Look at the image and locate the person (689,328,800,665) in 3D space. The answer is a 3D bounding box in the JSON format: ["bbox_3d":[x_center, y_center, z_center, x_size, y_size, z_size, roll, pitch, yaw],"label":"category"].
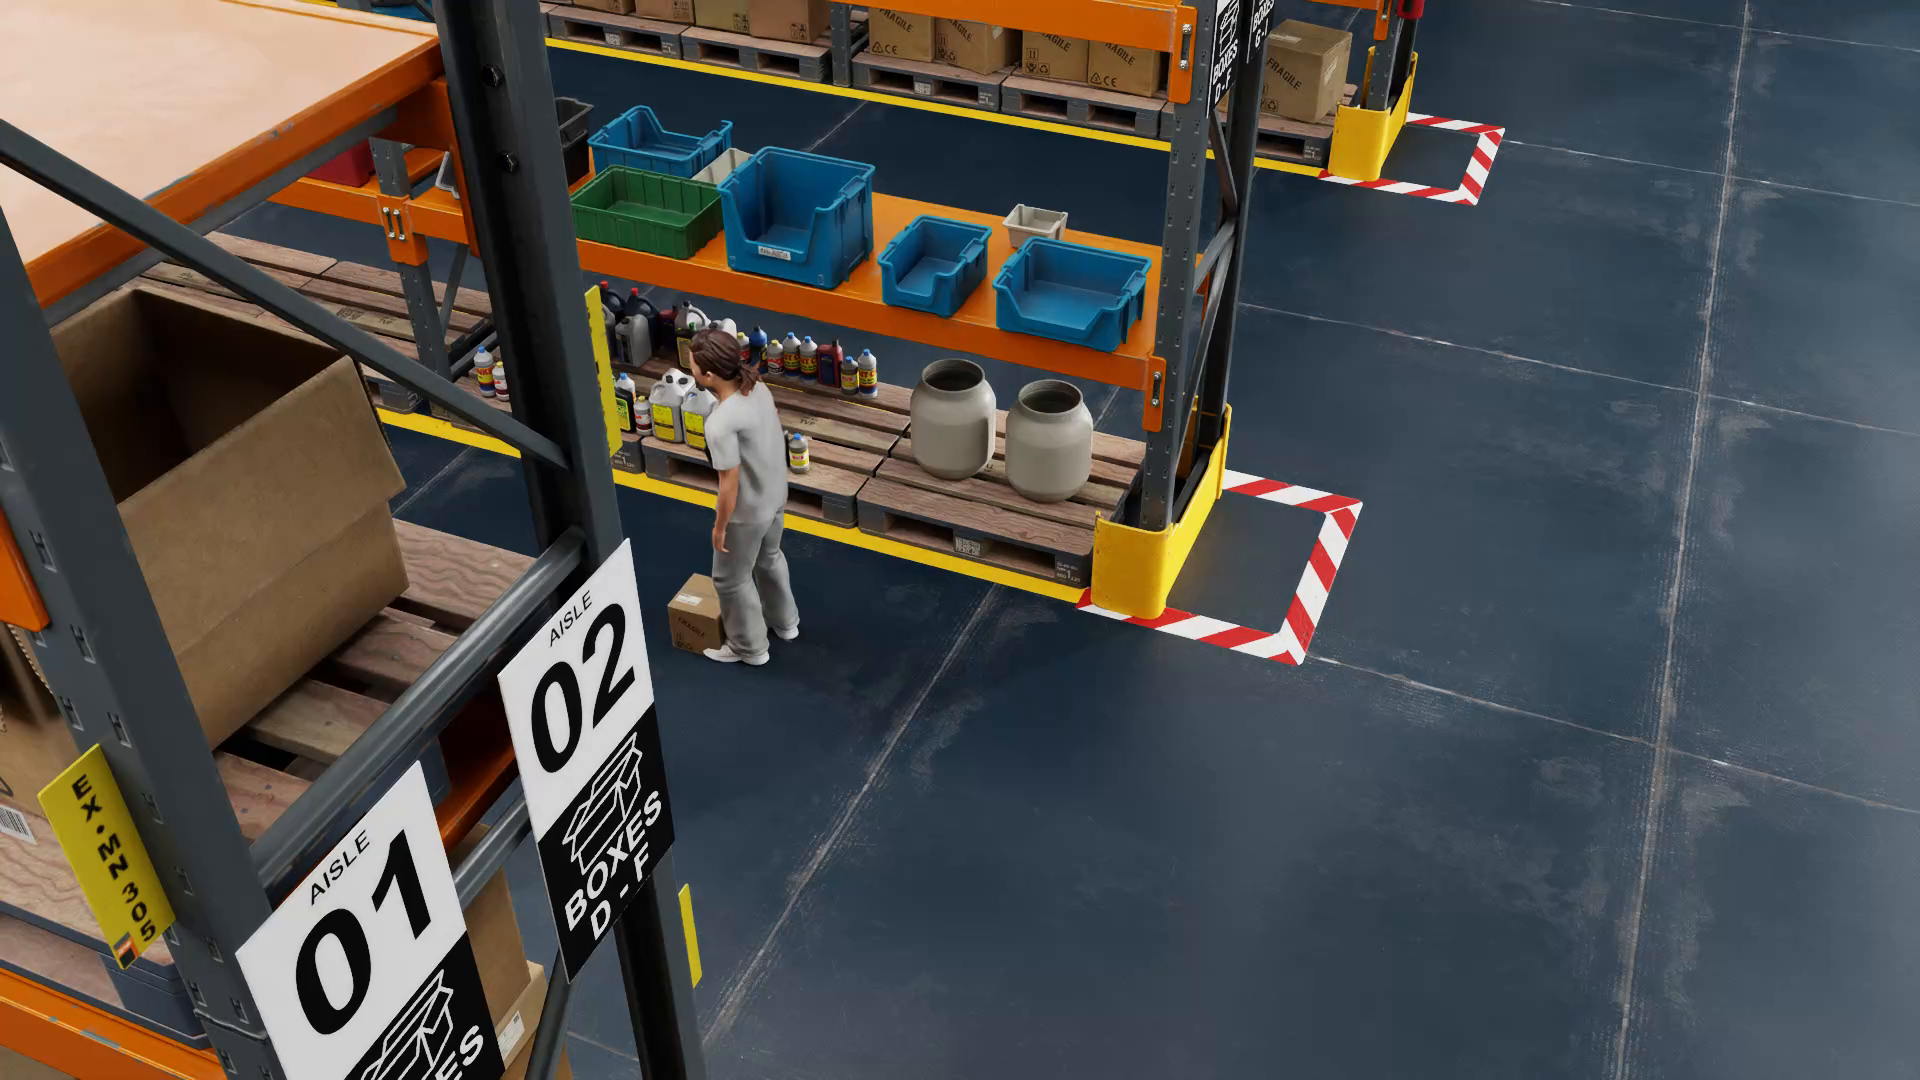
[{"bbox_3d":[-0.936,-0.167,7.037,0.416,1.671,0.514,12,39,15],"label":"person"}]
